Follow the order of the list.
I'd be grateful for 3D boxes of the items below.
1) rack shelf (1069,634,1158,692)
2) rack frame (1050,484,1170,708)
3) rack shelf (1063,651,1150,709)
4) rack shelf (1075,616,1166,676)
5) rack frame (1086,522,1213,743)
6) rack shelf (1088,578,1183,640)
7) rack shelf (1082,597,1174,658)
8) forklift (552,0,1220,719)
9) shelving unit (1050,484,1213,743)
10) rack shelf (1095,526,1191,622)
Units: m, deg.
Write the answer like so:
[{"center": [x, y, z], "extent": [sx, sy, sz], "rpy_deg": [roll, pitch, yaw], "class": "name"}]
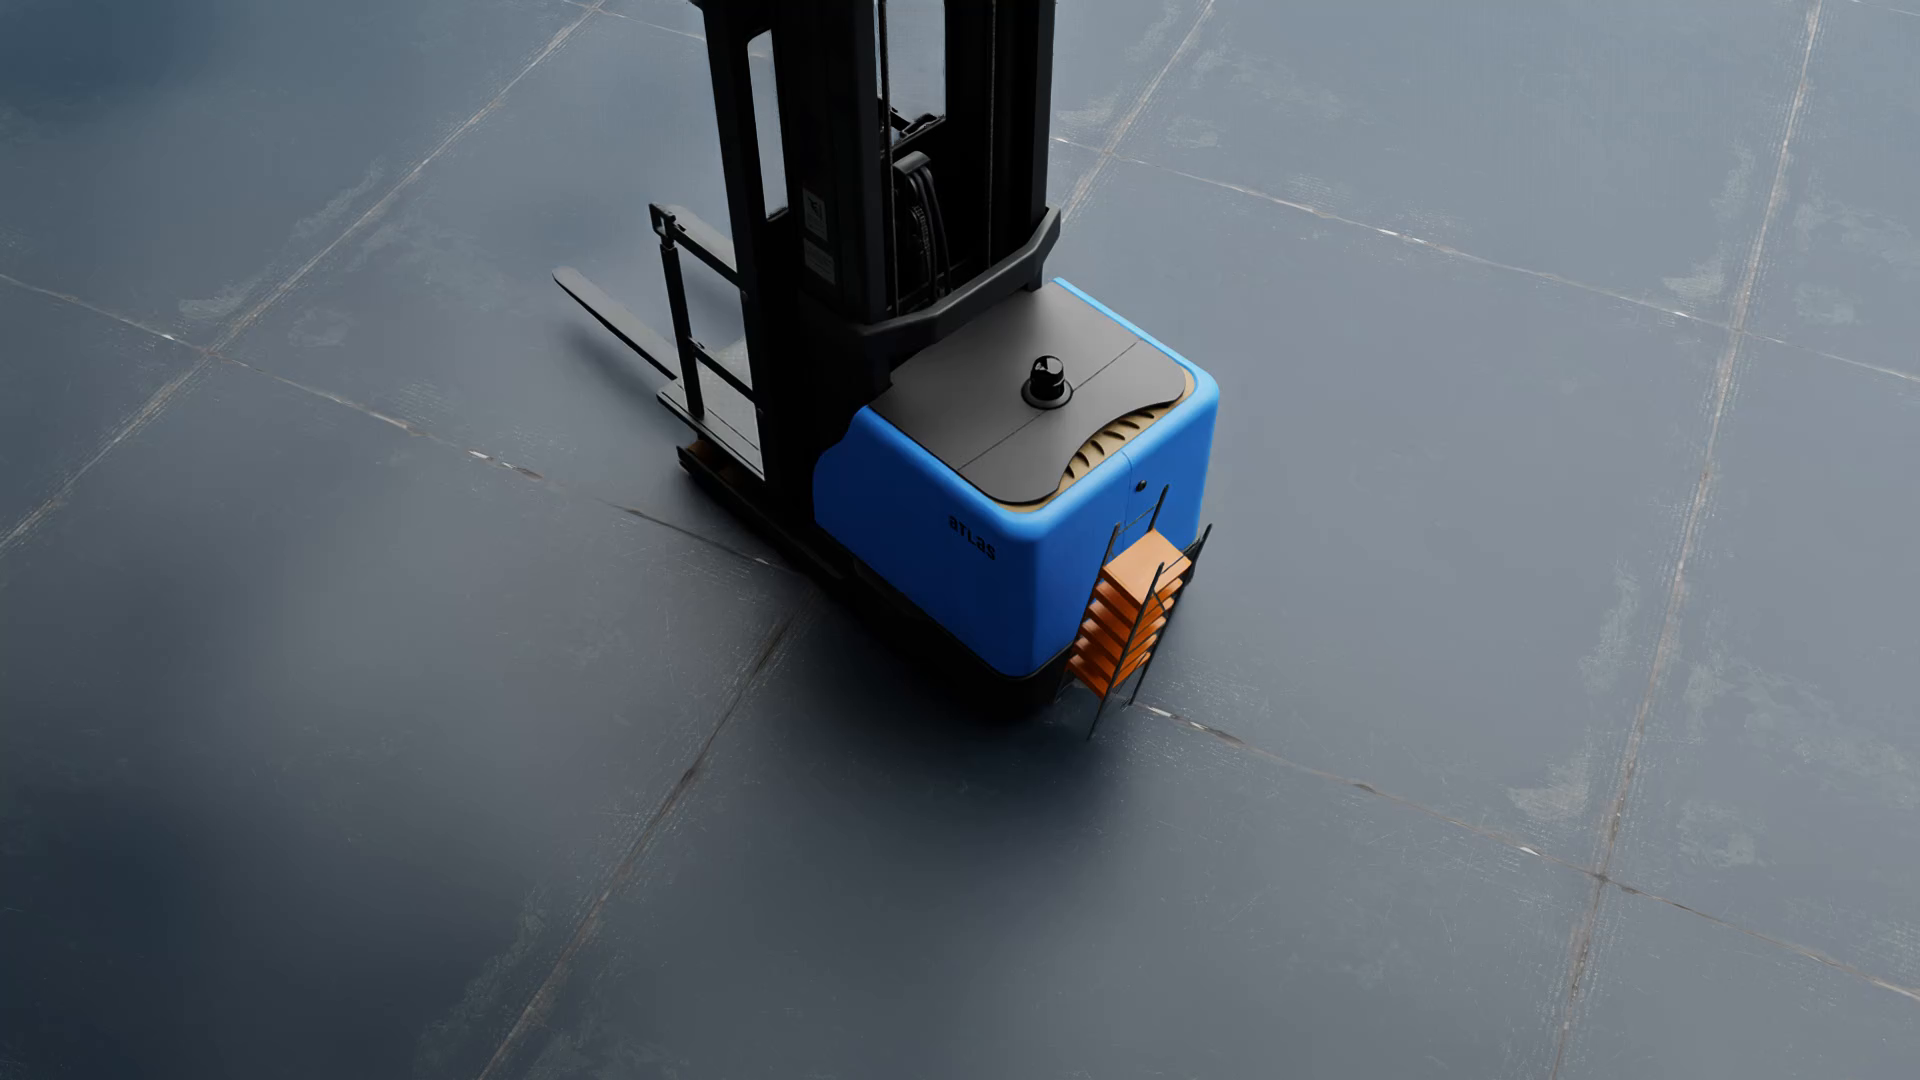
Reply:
[{"center": [0.528, 0.365, 5.669], "extent": [0.258, 0.103, 0.180], "rpy_deg": [-36, 68, -27], "class": "rack shelf"}, {"center": [0.486, 0.216, 5.562], "extent": [0.240, 1.200, 0.006], "rpy_deg": [-36, 68, -27], "class": "rack frame"}, {"center": [0.514, 0.430, 5.769], "extent": [0.258, 0.103, 0.180], "rpy_deg": [-36, 68, -27], "class": "rack shelf"}, {"center": [0.542, 0.300, 5.569], "extent": [0.258, 0.103, 0.180], "rpy_deg": [-36, 68, -27], "class": "rack shelf"}, {"center": [0.610, 0.336, 5.502], "extent": [0.240, 1.200, 0.006], "rpy_deg": [-36, 68, -27], "class": "rack frame"}, {"center": [0.571, 0.170, 5.370], "extent": [0.258, 0.103, 0.180], "rpy_deg": [-36, 68, -27], "class": "rack shelf"}, {"center": [0.557, 0.235, 5.469], "extent": [0.258, 0.103, 0.180], "rpy_deg": [-36, 68, -27], "class": "rack shelf"}, {"center": [-0.492, -1.333, 5.775], "extent": [1.130, 2.935, 3.031], "rpy_deg": [-37, 59, -27], "class": "forklift"}, {"center": [0.548, 0.276, 5.532], "extent": [0.258, 1.200, 0.189], "rpy_deg": [-36, 68, -27], "class": "shelving unit"}, {"center": [0.586, 0.105, 5.270], "extent": [0.258, 0.103, 0.180], "rpy_deg": [-36, 68, -27], "class": "rack shelf"}]
